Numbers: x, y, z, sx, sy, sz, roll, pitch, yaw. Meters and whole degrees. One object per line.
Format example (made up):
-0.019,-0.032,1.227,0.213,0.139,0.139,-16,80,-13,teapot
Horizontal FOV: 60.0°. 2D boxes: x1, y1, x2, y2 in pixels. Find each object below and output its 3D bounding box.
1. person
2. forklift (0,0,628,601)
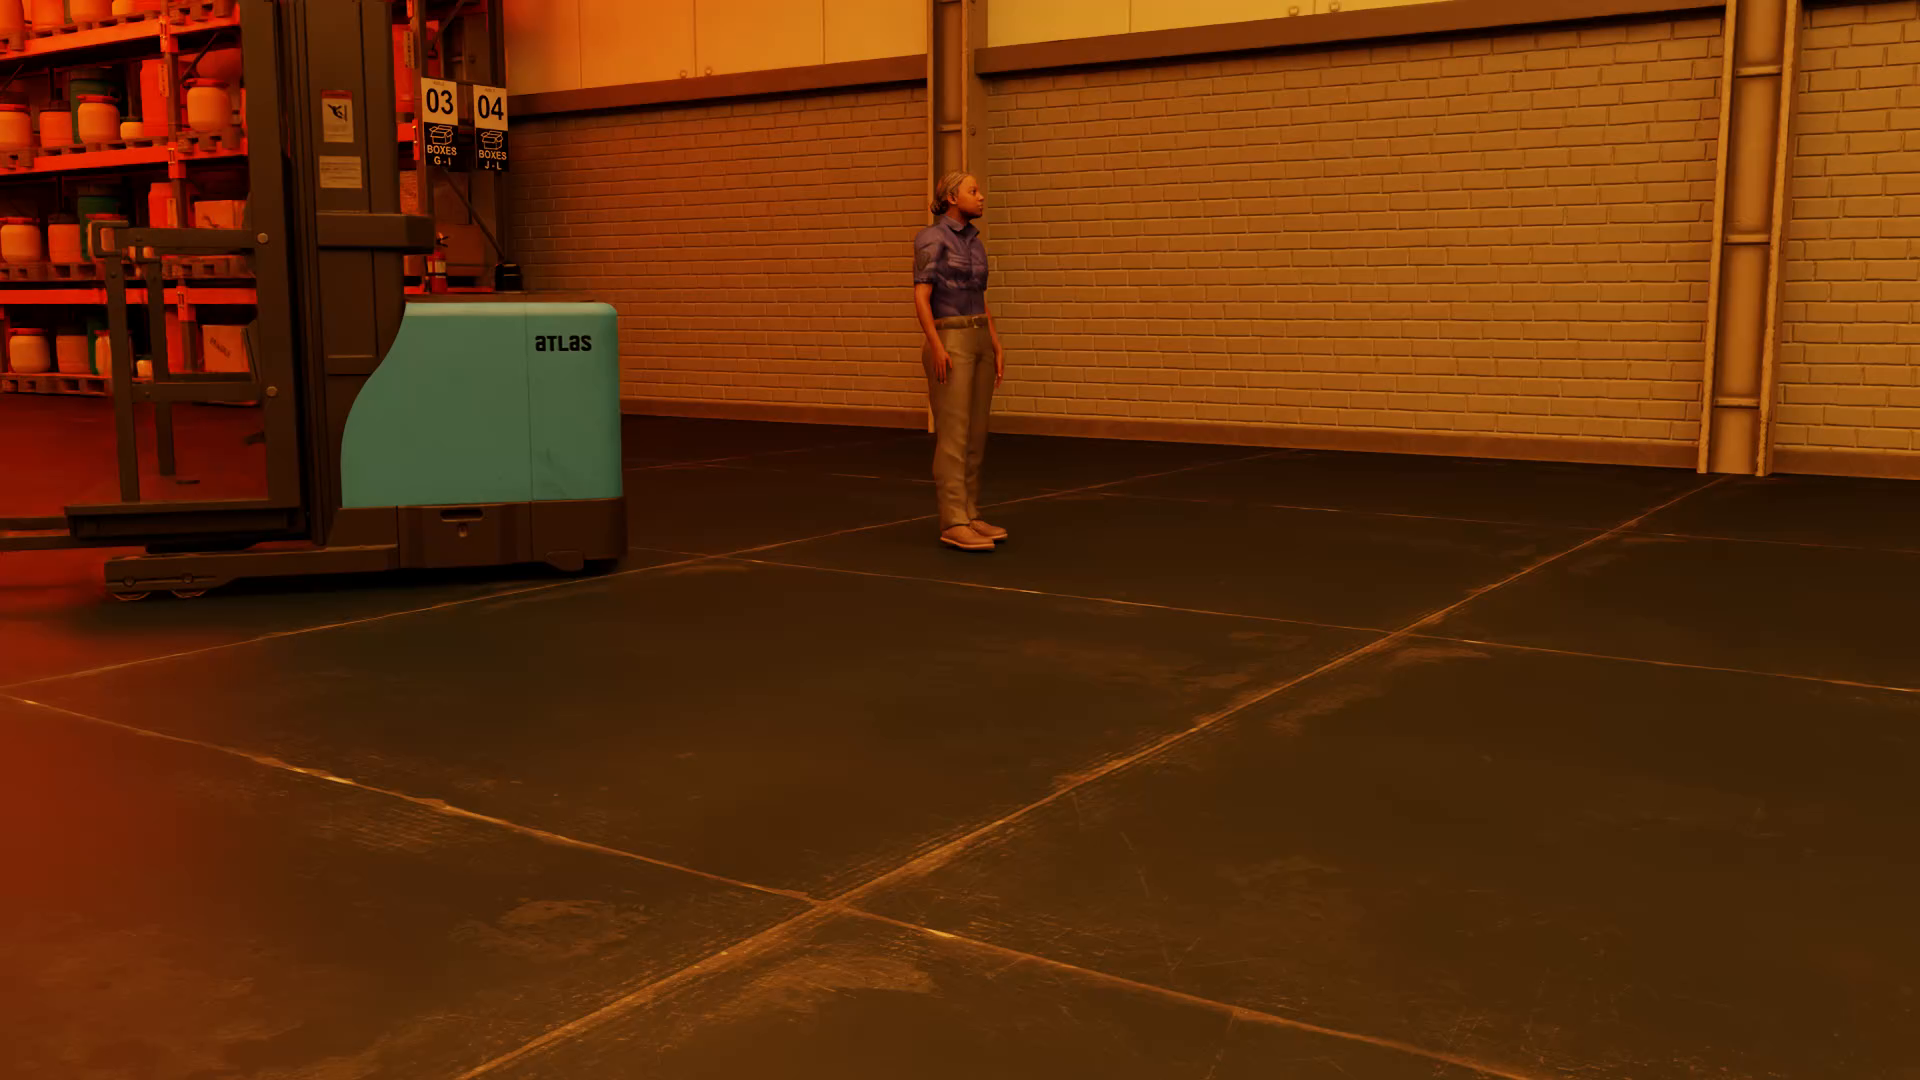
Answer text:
0.062,-0.817,7.422,0.504,1.654,0.570,5,10,34,person
-2.906,-1.311,6.413,3.031,2.935,1.130,-3,9,-18,forklift
